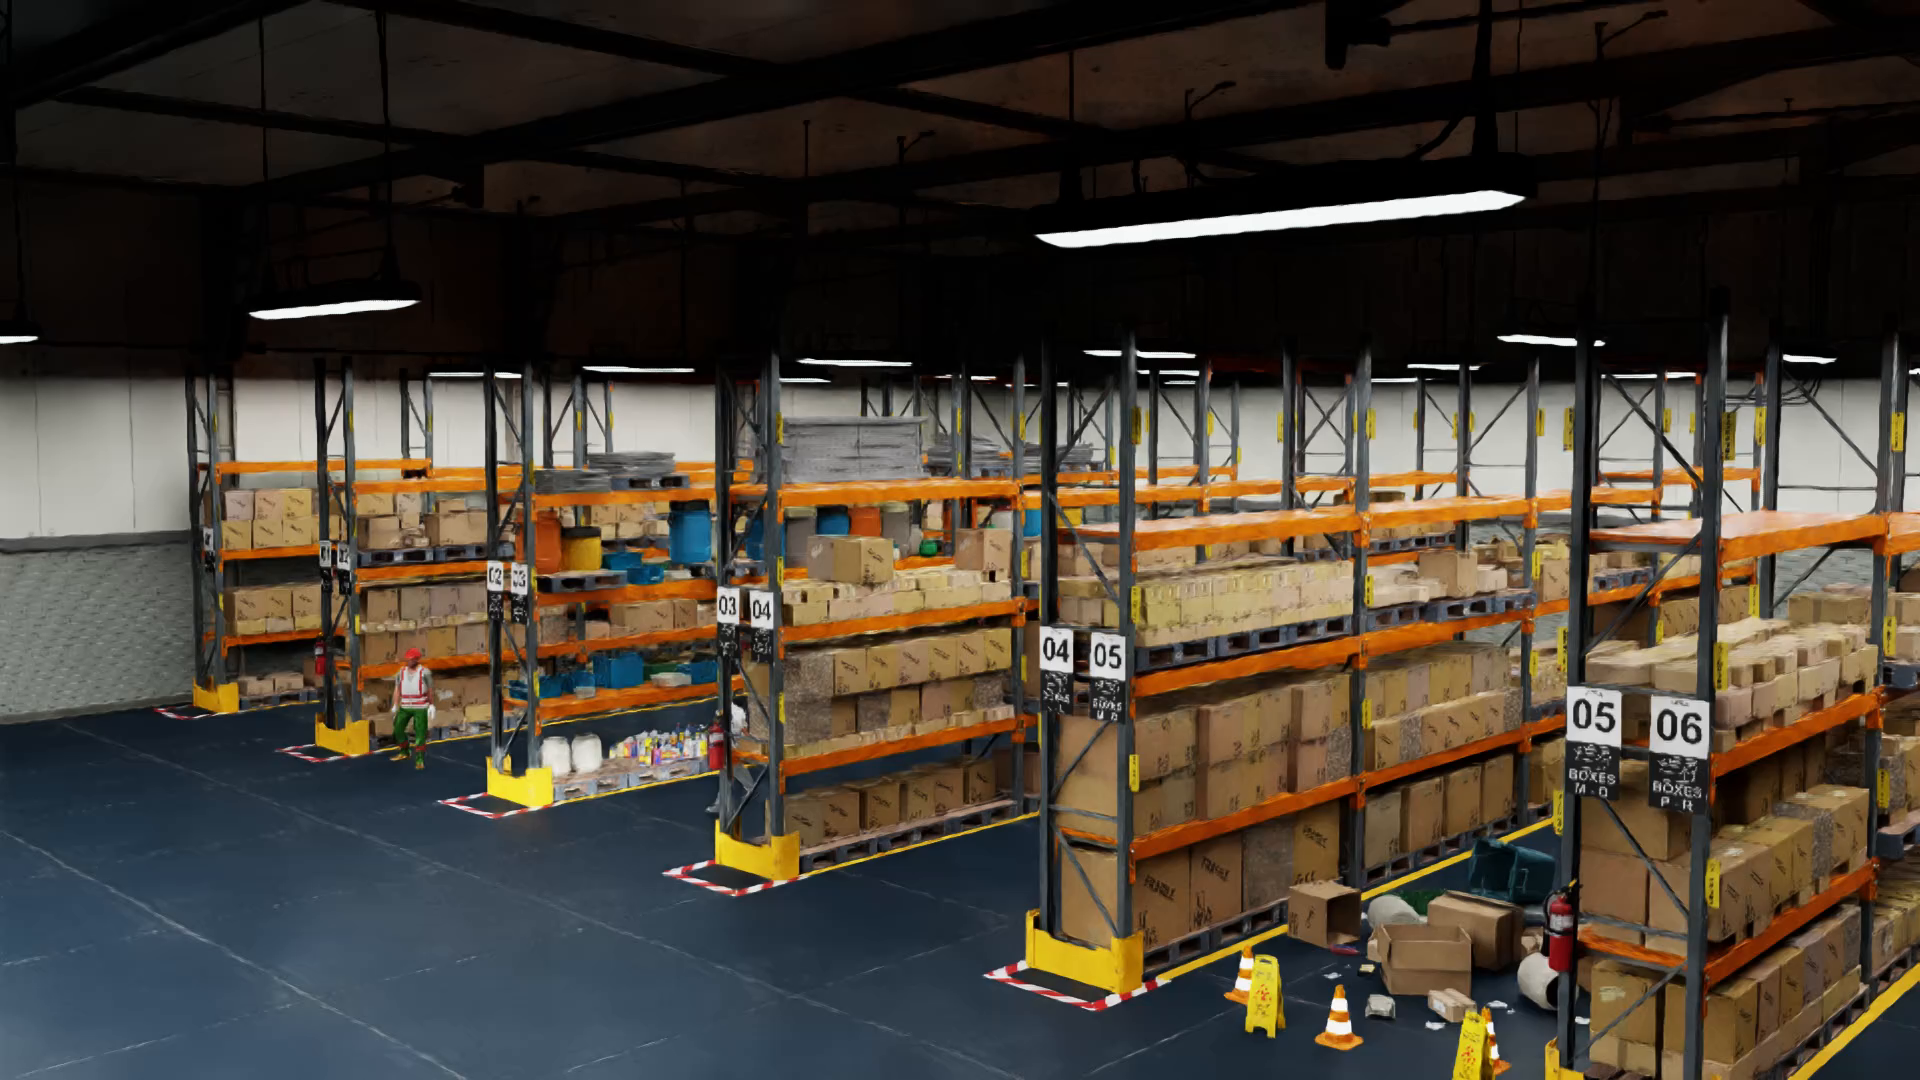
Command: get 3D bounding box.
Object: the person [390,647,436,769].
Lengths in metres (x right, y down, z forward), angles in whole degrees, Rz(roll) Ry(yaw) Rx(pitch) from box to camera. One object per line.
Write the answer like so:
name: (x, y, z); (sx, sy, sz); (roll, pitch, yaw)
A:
person: (-8.004, 2.425, 24.179); (0.739, 1.780, 0.531); (0, 4, 5)

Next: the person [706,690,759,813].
person: (-3.000, 2.698, 21.691); (0.497, 1.580, 1.091); (4, 6, 41)
